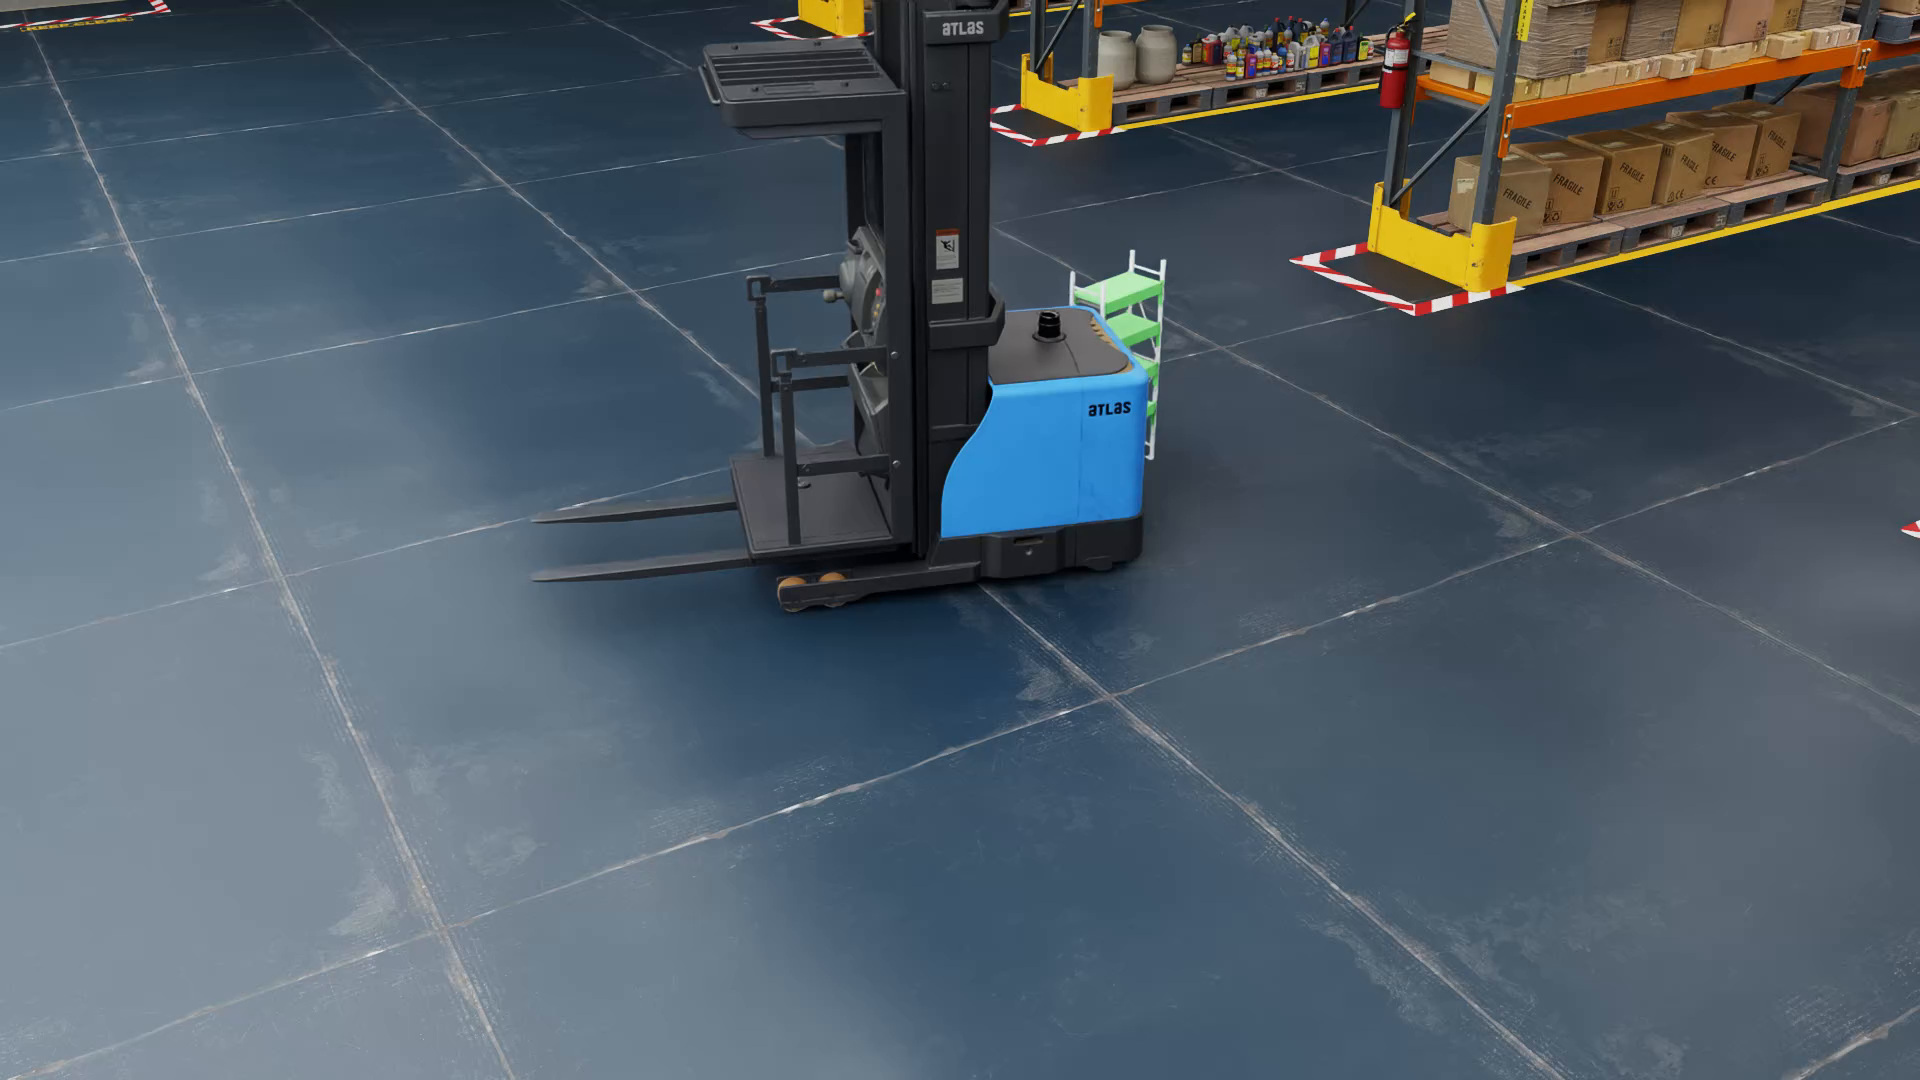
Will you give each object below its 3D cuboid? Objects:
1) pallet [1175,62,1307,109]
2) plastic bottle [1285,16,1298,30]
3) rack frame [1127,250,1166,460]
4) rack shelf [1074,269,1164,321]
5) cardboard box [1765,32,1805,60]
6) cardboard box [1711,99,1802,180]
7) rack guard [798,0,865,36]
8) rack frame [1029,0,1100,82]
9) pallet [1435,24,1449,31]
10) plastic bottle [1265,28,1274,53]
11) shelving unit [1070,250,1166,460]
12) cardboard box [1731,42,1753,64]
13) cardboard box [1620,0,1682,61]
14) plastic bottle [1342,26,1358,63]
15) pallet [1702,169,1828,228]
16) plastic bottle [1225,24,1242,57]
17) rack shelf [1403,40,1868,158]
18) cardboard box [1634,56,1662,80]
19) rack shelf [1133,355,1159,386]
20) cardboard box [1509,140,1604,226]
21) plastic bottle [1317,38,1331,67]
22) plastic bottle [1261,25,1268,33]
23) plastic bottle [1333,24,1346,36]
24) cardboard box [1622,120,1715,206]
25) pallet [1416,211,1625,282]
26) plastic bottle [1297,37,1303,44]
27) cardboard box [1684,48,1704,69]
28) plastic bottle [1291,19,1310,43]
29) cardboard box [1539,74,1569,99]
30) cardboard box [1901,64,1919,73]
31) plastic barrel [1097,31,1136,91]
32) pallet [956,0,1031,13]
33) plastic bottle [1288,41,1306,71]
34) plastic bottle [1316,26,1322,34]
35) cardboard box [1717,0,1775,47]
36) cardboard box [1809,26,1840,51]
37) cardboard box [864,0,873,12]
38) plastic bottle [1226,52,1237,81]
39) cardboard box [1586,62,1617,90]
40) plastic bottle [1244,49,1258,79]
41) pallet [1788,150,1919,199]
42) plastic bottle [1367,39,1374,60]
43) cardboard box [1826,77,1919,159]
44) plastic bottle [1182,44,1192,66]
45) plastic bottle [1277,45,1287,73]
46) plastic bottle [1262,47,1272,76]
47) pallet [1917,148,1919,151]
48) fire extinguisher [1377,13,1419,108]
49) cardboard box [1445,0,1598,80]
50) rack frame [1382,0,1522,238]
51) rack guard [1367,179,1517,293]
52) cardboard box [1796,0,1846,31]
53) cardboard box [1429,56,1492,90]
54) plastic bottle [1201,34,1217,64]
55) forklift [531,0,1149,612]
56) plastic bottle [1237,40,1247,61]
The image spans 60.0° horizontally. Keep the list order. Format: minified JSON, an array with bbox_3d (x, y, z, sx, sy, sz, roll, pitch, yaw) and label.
[{"bbox_3d":[2.781,-4.723,17.089,1.213,0.211,1.003,-16,33,-26],"label":"pallet"},{"bbox_3d":[3.528,-5.399,17.716,0.185,0.351,0.144,-15,32,-25],"label":"plastic bottle"},{"bbox_3d":[1.027,-1.031,9.376,0.015,1.200,0.240,-25,38,-38],"label":"rack frame"},{"bbox_3d":[0.853,-1.313,9.025,0.480,0.148,0.258,-25,38,-38],"label":"rack shelf"},{"bbox_3d":[6.281,-3.842,12.867,0.250,0.149,0.380,-16,33,-26],"label":"cardboard box"},{"bbox_3d":[6.578,-3.336,13.843,0.500,0.500,0.500,-17,33,-28],"label":"cardboard box"},{"bbox_3d":[-1.542,-6.376,19.786,0.348,0.500,1.175,-16,33,-26],"label":"rack guard"},{"bbox_3d":[0.985,-5.412,15.452,0.127,3.000,1.000,-16,33,-26],"label":"rack frame"},{"bbox_3d":[6.144,-5.679,18.823,1.213,0.211,1.003,-16,33,-26],"label":"pallet"},{"bbox_3d":[3.257,-5.267,17.557,0.097,0.271,0.097,0,29,0],"label":"plastic bottle"},{"bbox_3d":[0.853,-0.948,9.226,0.503,1.200,0.258,-25,38,-38],"label":"shelving unit"},{"bbox_3d":[5.804,-3.758,12.714,0.250,0.149,0.380,-16,33,-26],"label":"cardboard box"},{"bbox_3d":[4.806,-3.923,12.342,0.500,0.500,0.875,-16,33,-26],"label":"cardboard box"},{"bbox_3d":[4.025,-5.146,17.257,0.185,0.351,0.144,-17,33,-28],"label":"plastic bottle"},{"bbox_3d":[6.382,-2.928,13.837,1.213,0.211,1.003,-16,33,-26],"label":"pallet"},{"bbox_3d":[2.838,-5.204,17.361,0.185,0.351,0.144,-14,32,-24],"label":"plastic bottle"},{"bbox_3d":[5.219,-3.523,12.775,4.000,0.370,1.077,-16,33,-26],"label":"rack shelf"},{"bbox_3d":[4.935,-3.518,12.280,0.250,0.149,0.380,-16,33,-26],"label":"cardboard box"},{"bbox_3d":[0.853,-0.892,9.257,0.480,0.148,0.258,-25,38,-38],"label":"rack shelf"},{"bbox_3d":[4.539,-2.745,12.771,0.500,0.500,0.500,-8,30,-13],"label":"cardboard box"},{"bbox_3d":[3.740,-5.013,17.085,0.133,0.283,0.061,-14,32,-23],"label":"plastic bottle"},{"bbox_3d":[3.202,-5.301,17.606,0.133,0.283,0.061,-14,32,-24],"label":"plastic bottle"},{"bbox_3d":[3.952,-5.206,17.366,0.185,0.351,0.144,-16,33,-26],"label":"plastic bottle"},{"bbox_3d":[5.593,-3.008,13.249,0.500,0.500,0.500,-19,34,-31],"label":"cardboard box"},{"bbox_3d":[4.278,-2.331,12.755,1.213,0.211,1.003,-16,33,-26],"label":"pallet"},{"bbox_3d":[3.507,-5.027,17.111,0.133,0.283,0.061,-16,33,-26],"label":"plastic bottle"},{"bbox_3d":[5.352,-3.652,12.524,0.250,0.149,0.380,-16,33,-26],"label":"cardboard box"},{"bbox_3d":[3.601,-5.339,17.607,0.185,0.351,0.144,-16,33,-26],"label":"plastic bottle"},{"bbox_3d":[4.086,-3.262,11.817,0.250,0.149,0.380,-16,33,-26],"label":"cardboard box"},{"bbox_3d":[8.867,-3.950,14.935,0.500,0.500,0.700,-13,31,-22],"label":"cardboard box"},{"bbox_3d":[1.514,-4.700,16.302,0.421,0.512,0.421,0,29,0],"label":"plastic barrel"},{"bbox_3d":[0.168,-6.757,20.775,1.213,0.211,1.003,-16,33,-26],"label":"pallet"},{"bbox_3d":[3.439,-4.949,16.978,0.135,0.276,0.152,-15,32,-25],"label":"plastic bottle"},{"bbox_3d":[3.849,-5.438,17.941,0.097,0.201,0.097,0,29,0],"label":"plastic bottle"},{"bbox_3d":[5.695,-4.145,12.746,0.500,0.500,0.875,-16,33,-26],"label":"cardboard box"},{"bbox_3d":[6.686,-3.986,13.128,0.250,0.149,0.380,-16,33,-26],"label":"cardboard box"},{"bbox_3d":[-0.946,-6.495,19.826,0.500,0.250,0.500,-16,33,-26],"label":"cardboard box"},{"bbox_3d":[2.706,-4.724,16.574,0.097,0.271,0.097,0,29,0],"label":"plastic bottle"},{"bbox_3d":[4.514,-3.387,12.043,0.250,0.149,0.380,-16,33,-26],"label":"cardboard box"},{"bbox_3d":[2.911,-4.777,16.658,0.133,0.283,0.061,-15,32,-26],"label":"plastic bottle"},{"bbox_3d":[7.614,-3.298,14.508,1.213,0.211,1.003,-16,33,-26],"label":"pallet"},{"bbox_3d":[4.279,-5.140,17.400,0.097,0.201,0.097,0,29,0],"label":"plastic bottle"},{"bbox_3d":[7.904,-3.676,14.439,0.500,0.500,0.700,-16,33,-27],"label":"cardboard box"},{"bbox_3d":[2.347,-5.012,17.168,0.097,0.201,0.097,0,29,0],"label":"plastic bottle"},{"bbox_3d":[3.263,-4.882,16.861,0.097,0.271,0.097,0,29,0],"label":"plastic bottle"},{"bbox_3d":[3.088,-4.833,16.771,0.097,0.271,0.097,0,29,0],"label":"plastic bottle"},{"bbox_3d":[8.667,-3.599,15.053,1.213,0.211,1.003,-16,33,-26],"label":"pallet"},{"bbox_3d":[3.162,-3.479,12.029,0.183,0.674,0.296,-16,33,-26],"label":"fire extinguisher"},{"bbox_3d":[3.983,-3.646,11.841,0.500,0.500,0.875,-16,33,-26],"label":"cardboard box"},{"bbox_3d":[3.494,-3.349,11.714,0.127,3.000,1.000,-16,33,-26],"label":"rack frame"},{"bbox_3d":[3.560,-2.273,12.351,0.348,0.500,1.175,-16,33,-26],"label":"rack guard"},{"bbox_3d":[6.524,-4.418,13.239,0.500,0.500,0.875,-16,33,-26],"label":"cardboard box"},{"bbox_3d":[3.636,-3.395,12.057,0.250,0.149,0.380,-16,33,-26],"label":"cardboard box"},{"bbox_3d":[2.578,-5.095,17.241,0.135,0.276,0.152,-16,33,-26],"label":"plastic bottle"},{"bbox_3d":[-0.644,-1.213,7.915,3.031,2.935,1.130,-6,29,-11],"label":"forklift"},{"bbox_3d":[2.937,-5.099,17.325,0.097,0.201,0.097,0,29,0],"label":"plastic bottle"}]
